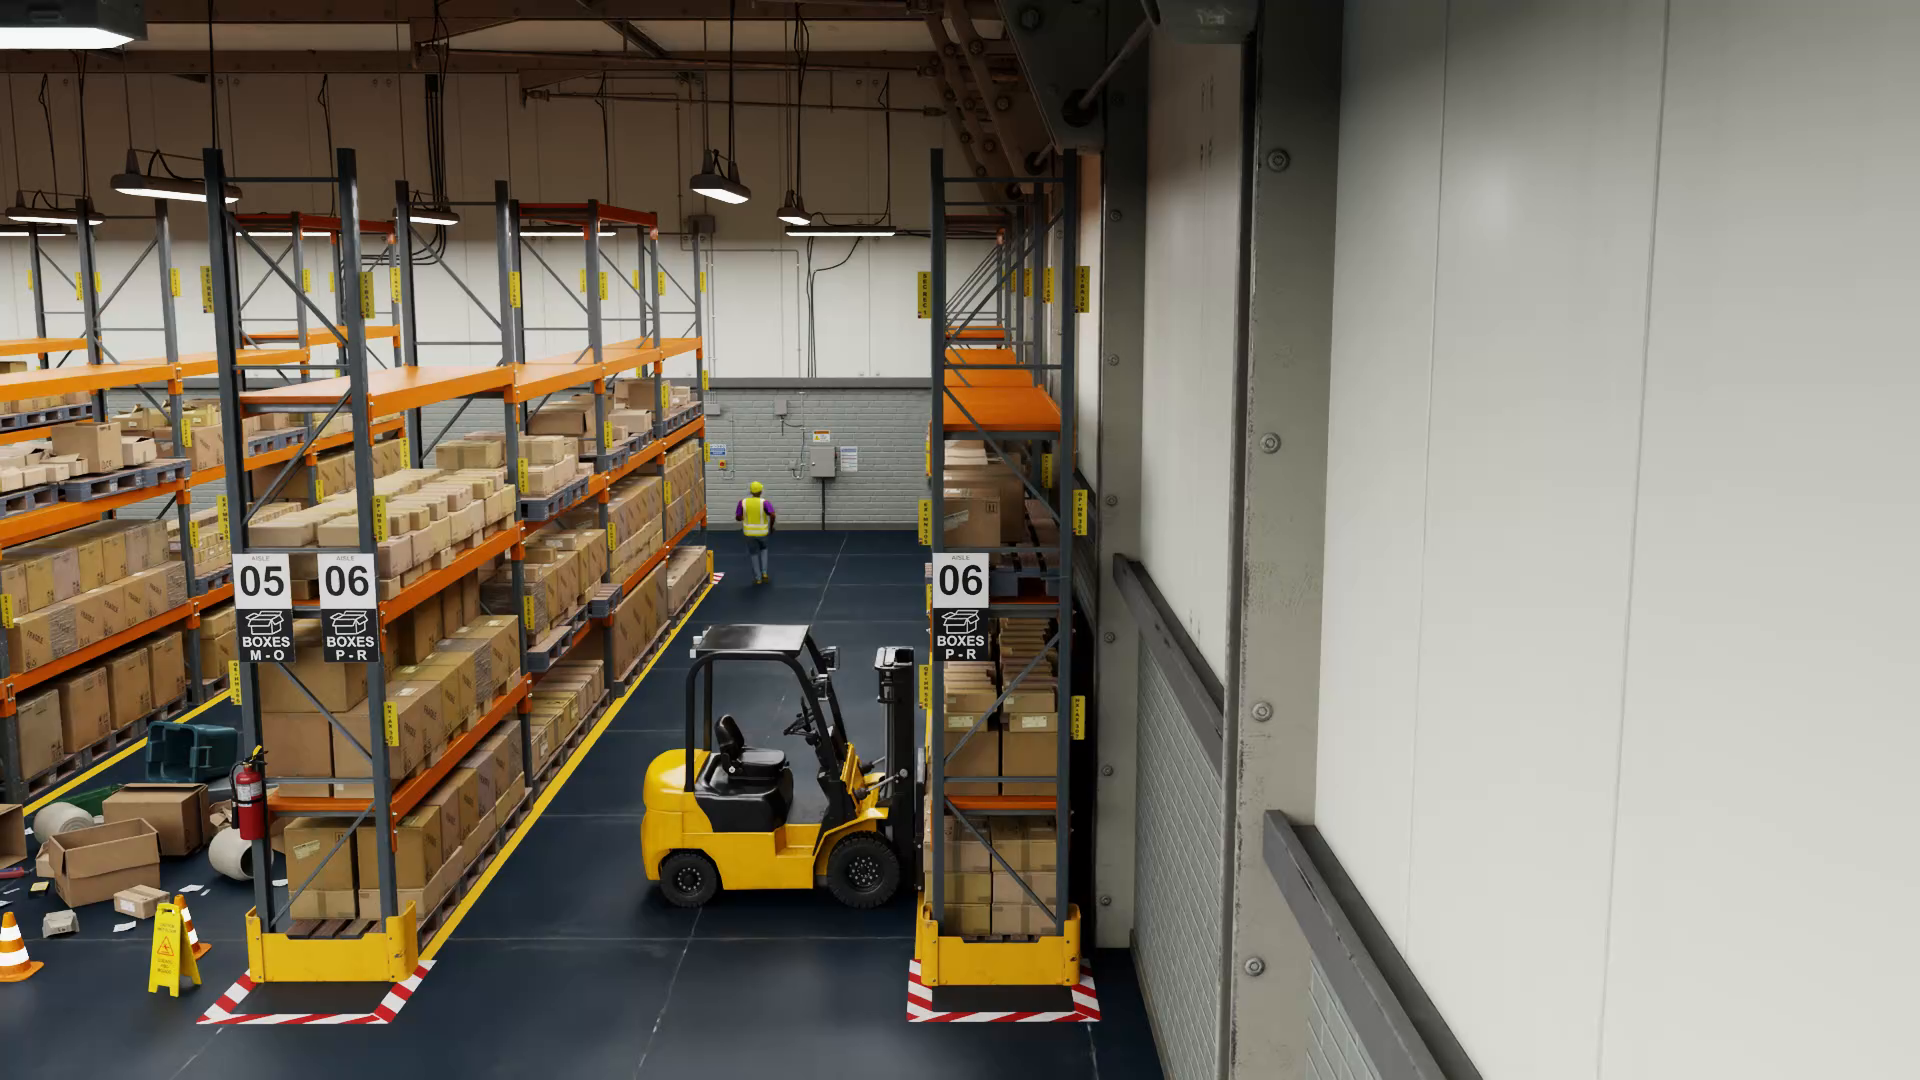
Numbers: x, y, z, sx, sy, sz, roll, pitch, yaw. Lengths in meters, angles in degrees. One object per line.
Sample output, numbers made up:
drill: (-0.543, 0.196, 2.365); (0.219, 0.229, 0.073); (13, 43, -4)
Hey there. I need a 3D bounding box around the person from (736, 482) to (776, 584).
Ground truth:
person: (-3.380, -0.112, 27.716); (0.683, 1.752, 0.700); (0, 9, 0)
